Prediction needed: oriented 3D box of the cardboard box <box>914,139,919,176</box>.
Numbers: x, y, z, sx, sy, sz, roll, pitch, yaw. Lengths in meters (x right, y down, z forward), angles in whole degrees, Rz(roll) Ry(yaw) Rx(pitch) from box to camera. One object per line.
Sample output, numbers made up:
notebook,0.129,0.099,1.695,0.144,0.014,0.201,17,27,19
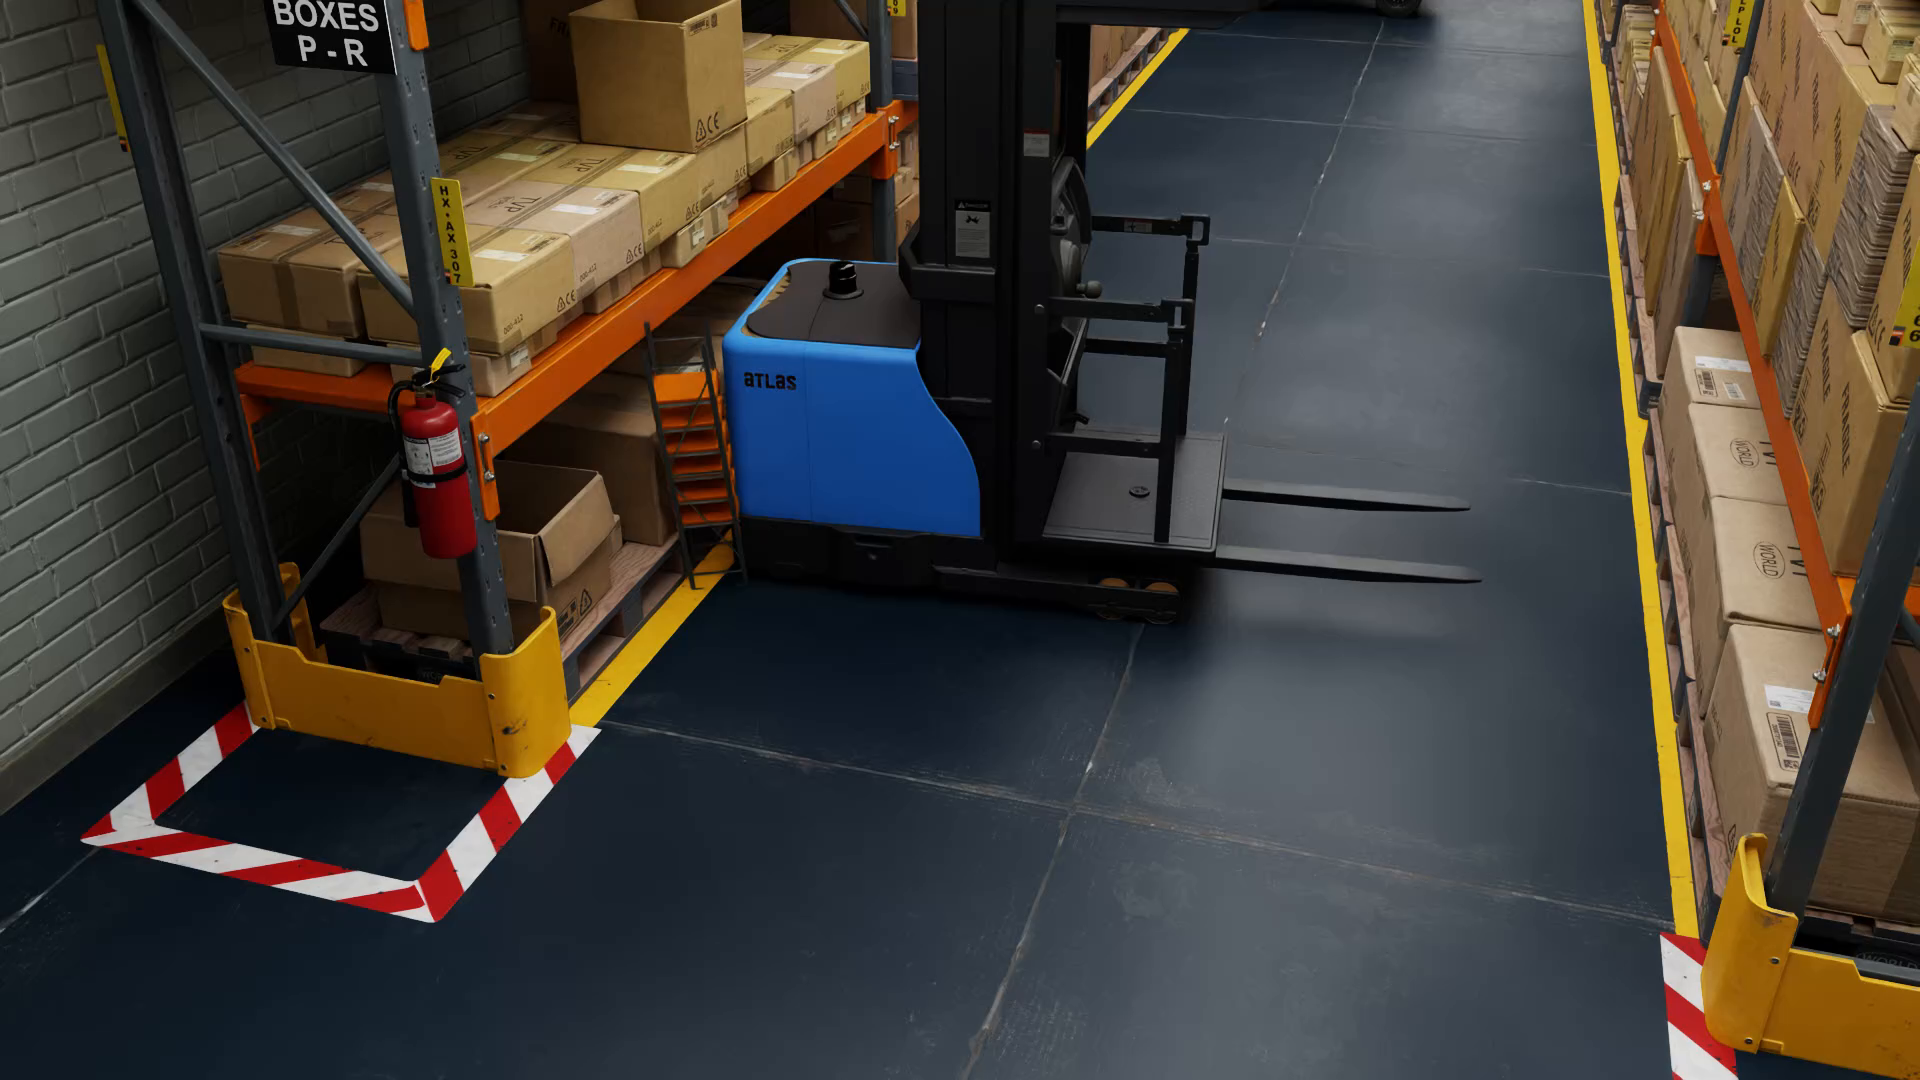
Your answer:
cardboard box,-0.411,-2.226,9.639,0.380,0.149,0.250,7,30,12

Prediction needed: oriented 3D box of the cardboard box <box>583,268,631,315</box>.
cardboard box,-1.451,-0.968,6.163,0.380,0.149,0.250,9,30,16

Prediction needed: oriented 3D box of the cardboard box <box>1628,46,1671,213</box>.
cardboard box,4.796,-2.560,10.521,0.875,0.875,0.875,8,30,14

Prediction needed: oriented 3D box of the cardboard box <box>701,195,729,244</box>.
cardboard box,-1.174,-1.324,6.803,0.380,0.149,0.250,9,30,16

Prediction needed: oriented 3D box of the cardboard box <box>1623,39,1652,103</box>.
cardboard box,5.690,-3.607,12.919,0.950,0.372,0.625,10,30,17

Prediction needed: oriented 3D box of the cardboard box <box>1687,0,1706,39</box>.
cardboard box,4.221,-2.864,8.952,0.500,0.250,0.500,9,30,16

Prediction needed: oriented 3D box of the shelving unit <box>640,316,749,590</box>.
shelving unit,-1.030,-0.315,6.564,0.258,1.200,0.189,-5,41,-2

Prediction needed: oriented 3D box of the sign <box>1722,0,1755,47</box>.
sign,3.382,-2.300,7.189,0.100,0.325,0.005,8,30,15

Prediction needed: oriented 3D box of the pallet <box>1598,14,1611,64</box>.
pallet,6.415,-4.572,15.252,1.003,0.211,1.213,8,30,15

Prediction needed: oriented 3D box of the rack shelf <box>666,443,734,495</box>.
rack shelf,-1.028,-0.282,6.593,0.258,0.103,0.180,-5,41,-2

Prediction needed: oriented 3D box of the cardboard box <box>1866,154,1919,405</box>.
cardboard box,2.644,-0.635,4.175,0.500,0.500,0.500,9,30,17

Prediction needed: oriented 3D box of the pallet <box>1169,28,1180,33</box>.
pallet,1.779,-5.325,16.605,1.003,0.211,1.213,8,30,15

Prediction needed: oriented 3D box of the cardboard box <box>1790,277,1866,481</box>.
cardboard box,2.780,-0.434,4.841,0.500,0.500,0.500,8,30,14

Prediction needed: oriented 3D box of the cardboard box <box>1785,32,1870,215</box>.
cardboard box,3.067,-1.345,5.451,0.500,0.500,0.500,8,30,14

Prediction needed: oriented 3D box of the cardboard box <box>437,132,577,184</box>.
cardboard box,-1.833,-1.388,6.508,0.500,0.250,0.500,9,30,16

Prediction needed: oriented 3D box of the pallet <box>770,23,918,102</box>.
pallet,-0.503,-2.734,9.277,1.003,0.211,1.213,8,30,15

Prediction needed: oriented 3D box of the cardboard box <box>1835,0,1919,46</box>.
cardboard box,3.098,-1.705,5.431,0.380,0.149,0.250,9,30,15

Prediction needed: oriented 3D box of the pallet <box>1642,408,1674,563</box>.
pallet,3.606,-0.195,7.383,1.003,0.211,1.213,8,30,15

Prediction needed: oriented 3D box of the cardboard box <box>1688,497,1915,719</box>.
cardboard box,3.088,0.292,5.843,0.875,0.438,0.875,9,30,16

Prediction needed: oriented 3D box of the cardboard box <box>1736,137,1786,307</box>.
cardboard box,3.212,-1.155,6.138,0.500,0.500,0.500,9,30,15

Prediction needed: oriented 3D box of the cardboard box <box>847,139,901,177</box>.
cardboard box,-0.541,-2.104,9.113,0.380,0.149,0.250,8,30,14

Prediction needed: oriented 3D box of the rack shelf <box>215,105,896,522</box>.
rack shelf,-1.429,-1.218,7.095,1.077,0.370,4.000,8,30,15

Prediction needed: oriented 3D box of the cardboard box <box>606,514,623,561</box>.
cardboard box,-1.584,-0.004,6.672,0.380,0.149,0.250,7,30,13

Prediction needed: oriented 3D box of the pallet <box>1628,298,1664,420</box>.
pallet,4.058,-0.906,8.662,1.003,0.211,1.213,8,30,15

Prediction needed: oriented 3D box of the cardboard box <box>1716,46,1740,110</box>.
cardboard box,3.801,-2.148,7.666,0.500,0.250,0.500,8,30,15

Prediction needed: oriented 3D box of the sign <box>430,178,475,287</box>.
sign,-1.498,-0.904,4.900,0.100,0.325,0.005,8,30,15

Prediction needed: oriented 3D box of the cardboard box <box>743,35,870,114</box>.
cardboard box,-0.759,-2.255,8.067,0.500,0.250,0.500,9,30,16

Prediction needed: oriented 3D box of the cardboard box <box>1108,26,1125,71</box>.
cardboard box,0.910,-4.373,14.035,0.875,0.625,0.625,7,30,13

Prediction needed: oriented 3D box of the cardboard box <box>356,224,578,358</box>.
cardboard box,-1.626,-0.840,5.523,0.500,0.250,0.500,9,30,15

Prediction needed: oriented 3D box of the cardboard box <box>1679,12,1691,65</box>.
cardboard box,4.400,-2.873,9.484,0.500,0.250,0.500,9,30,17

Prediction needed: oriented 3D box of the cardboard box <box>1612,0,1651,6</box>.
cardboard box,6.169,-5.096,14.951,0.500,0.500,0.500,8,30,14

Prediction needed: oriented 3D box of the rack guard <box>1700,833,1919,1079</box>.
rack guard,2.723,1.207,4.567,1.175,0.500,0.348,8,30,15

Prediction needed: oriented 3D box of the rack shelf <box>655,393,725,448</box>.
rack shelf,-1.040,-0.463,6.436,0.258,0.103,0.180,-5,41,-2

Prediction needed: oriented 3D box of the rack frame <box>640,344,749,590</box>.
rack frame,-1.023,-0.256,6.495,0.240,1.200,0.006,-5,41,-2

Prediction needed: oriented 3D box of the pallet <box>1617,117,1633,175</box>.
pallet,5.309,-2.759,11.992,1.003,0.211,1.213,8,30,15

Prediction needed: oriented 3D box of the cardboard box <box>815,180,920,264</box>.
cardboard box,-0.485,-1.746,9.443,0.500,0.500,0.500,10,31,17

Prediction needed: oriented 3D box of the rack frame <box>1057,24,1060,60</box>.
rack frame,0.332,-4.321,11.932,1.000,3.000,0.127,8,30,15

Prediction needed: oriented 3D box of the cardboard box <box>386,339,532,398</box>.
cardboard box,-1.658,-0.607,5.514,0.380,0.149,0.250,8,30,14

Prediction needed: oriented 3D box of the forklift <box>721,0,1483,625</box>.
forklift,0.619,-1.224,6.435,3.031,2.935,1.130,5,30,9

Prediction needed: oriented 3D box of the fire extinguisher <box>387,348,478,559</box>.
fire extinguisher,-1.618,-0.272,5.117,0.296,0.674,0.183,8,30,15

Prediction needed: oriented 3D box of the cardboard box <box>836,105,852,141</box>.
cardboard box,-0.750,-2.044,8.097,0.380,0.149,0.250,9,30,16

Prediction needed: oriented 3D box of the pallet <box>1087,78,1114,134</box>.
pallet,0.611,-3.480,13.288,1.003,0.211,1.213,8,30,15

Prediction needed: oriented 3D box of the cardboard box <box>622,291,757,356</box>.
cardboard box,-1.154,-0.839,7.813,0.700,0.500,0.500,7,30,13

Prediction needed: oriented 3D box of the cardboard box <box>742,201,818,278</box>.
cardboard box,-0.981,-1.824,9.582,0.500,0.500,0.500,8,30,15

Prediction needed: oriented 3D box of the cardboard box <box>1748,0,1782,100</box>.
cardboard box,3.532,-2.050,6.717,0.500,0.500,0.500,9,30,15

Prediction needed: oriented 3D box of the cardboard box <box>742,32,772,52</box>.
cardboard box,-1.246,-2.335,8.210,0.500,0.250,0.500,8,30,14

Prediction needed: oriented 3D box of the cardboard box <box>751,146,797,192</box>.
cardboard box,-0.954,-1.679,7.441,0.380,0.149,0.250,8,30,14

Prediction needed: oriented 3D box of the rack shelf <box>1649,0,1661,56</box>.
rack shelf,5.665,-4.230,12.508,1.077,0.370,4.000,8,30,15

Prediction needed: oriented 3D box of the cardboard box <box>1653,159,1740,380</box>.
cardboard box,4.009,-1.310,8.273,0.875,0.875,0.875,9,30,16

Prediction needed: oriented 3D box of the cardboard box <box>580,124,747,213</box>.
cardboard box,-1.203,-1.551,6.801,0.500,0.250,0.500,8,30,14

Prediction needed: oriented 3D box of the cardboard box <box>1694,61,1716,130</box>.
cardboard box,3.945,-2.171,8.222,0.500,0.250,0.500,8,30,14

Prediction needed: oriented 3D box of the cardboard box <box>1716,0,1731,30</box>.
cardboard box,3.940,-2.721,7.925,0.500,0.500,0.500,9,30,16

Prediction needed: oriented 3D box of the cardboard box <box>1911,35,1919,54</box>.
cardboard box,2.948,-1.332,4.761,0.380,0.149,0.250,8,30,14

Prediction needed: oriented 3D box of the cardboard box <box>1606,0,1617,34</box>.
cardboard box,6.169,-4.769,15.133,0.500,0.250,0.500,10,31,17

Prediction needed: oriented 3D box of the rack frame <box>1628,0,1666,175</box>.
rack frame,5.078,-3.615,10.662,1.000,3.000,0.127,8,30,15
